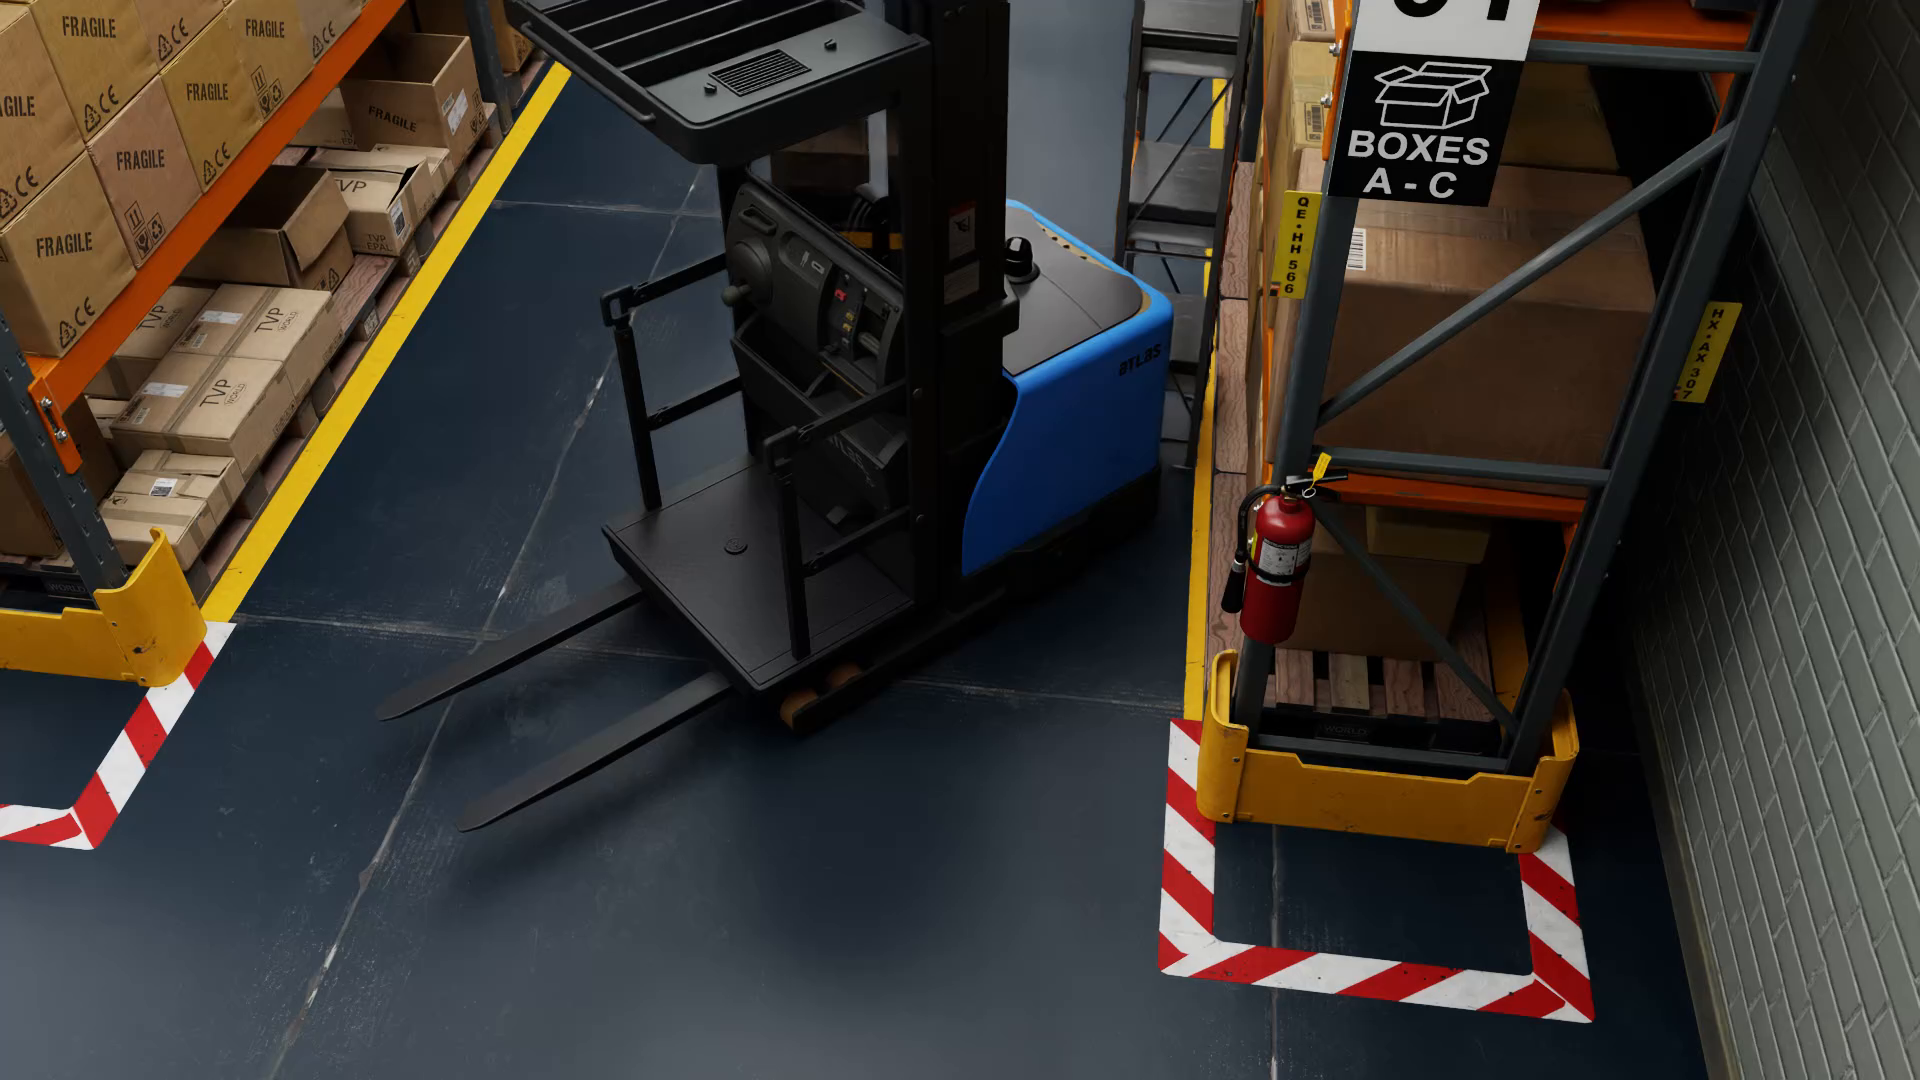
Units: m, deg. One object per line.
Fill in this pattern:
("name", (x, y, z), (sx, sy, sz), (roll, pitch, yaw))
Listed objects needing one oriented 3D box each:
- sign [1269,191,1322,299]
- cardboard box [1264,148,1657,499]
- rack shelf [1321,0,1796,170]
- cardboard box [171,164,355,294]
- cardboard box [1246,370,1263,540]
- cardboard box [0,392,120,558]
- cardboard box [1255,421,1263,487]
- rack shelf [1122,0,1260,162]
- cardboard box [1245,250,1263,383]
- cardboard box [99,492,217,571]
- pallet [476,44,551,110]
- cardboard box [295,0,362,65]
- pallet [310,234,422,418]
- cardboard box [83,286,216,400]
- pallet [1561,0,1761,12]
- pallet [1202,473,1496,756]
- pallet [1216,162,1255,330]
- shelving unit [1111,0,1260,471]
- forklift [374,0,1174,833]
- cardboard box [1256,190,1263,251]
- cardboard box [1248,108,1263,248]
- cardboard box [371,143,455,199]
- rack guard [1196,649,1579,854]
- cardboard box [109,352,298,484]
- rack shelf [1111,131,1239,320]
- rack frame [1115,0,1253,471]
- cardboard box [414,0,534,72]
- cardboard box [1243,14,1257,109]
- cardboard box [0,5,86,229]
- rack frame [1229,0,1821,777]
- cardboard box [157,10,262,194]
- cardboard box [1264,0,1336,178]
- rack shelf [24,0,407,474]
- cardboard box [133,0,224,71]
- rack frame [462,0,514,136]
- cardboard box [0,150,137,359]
("sign", (0.884, -0.772, 4.369), (0.100, 0.325, 0.005), (5, 44, 6))
("cardboard box", (1.477, -0.664, 5.052), (0.980, 0.700, 0.700), (7, 44, 7))
("rack shelf", (1.684, -2.398, 5.442), (1.077, 0.370, 4.000), (5, 44, 6))
("cardboard box", (-3.206, -1.353, 7.493), (0.797, 0.503, 0.637), (5, 44, 6))
("cardboard box", (1.479, -0.279, 6.376), (0.700, 0.500, 0.500), (5, 44, 5))
("cardboard box", (-3.663, -0.300, 6.383), (0.500, 0.500, 0.500), (5, 44, 6))
("cardboard box", (1.249, -0.278, 5.902), (0.380, 0.149, 0.250), (5, 44, 5))
("rack shelf", (0.845, -1.753, 6.074), (0.431, 0.518, 0.480), (8, 44, 8))
("cardboard box", (1.608, -0.986, 7.122), (0.700, 0.500, 0.500), (6, 44, 6))
("cardboard box", (-3.095, -0.033, 6.357), (0.380, 0.149, 0.250), (5, 44, 6))
("pallet", (-2.892, -2.926, 9.687), (1.003, 0.211, 1.213), (5, 44, 6))
("cardboard box", (-2.906, -2.351, 6.979), (0.500, 0.500, 0.500), (6, 44, 6))
("pallet", (-3.213, -1.066, 7.723), (1.003, 0.211, 1.213), (5, 44, 6))
("cardboard box", (-3.508, -0.854, 7.150), (0.500, 0.250, 0.500), (5, 44, 6))
("pallet", (1.507, -1.770, 4.321), (1.003, 0.211, 1.213), (5, 44, 6))
("pallet", (1.448, 0.254, 6.329), (1.003, 0.211, 1.213), (5, 44, 6))
("pallet", (1.770, -1.409, 8.085), (1.003, 0.211, 1.213), (5, 44, 6))
("shelving unit", (0.844, -1.252, 6.543), (0.431, 2.100, 0.503), (8, 44, 8))
("forklift", (-0.658, -0.781, 5.443), (3.031, 2.935, 1.130), (-29, 51, -27))
("cardboard box", (1.453, -1.340, 7.025), (0.380, 0.149, 0.250), (4, 44, 4))
("cardboard box", (1.748, -1.677, 7.853), (0.700, 0.500, 0.500), (6, 44, 6))
("cardboard box", (-2.746, -1.830, 8.255), (0.380, 0.149, 0.250), (5, 44, 6))
("rack guard", (1.416, 0.717, 5.629), (1.175, 0.500, 0.348), (5, 44, 6))
("cardboard box", (-3.072, -0.502, 6.778), (0.500, 0.250, 0.500), (5, 44, 6))
("rack shelf", (0.844, -1.242, 6.553), (0.431, 0.518, 0.480), (8, 44, 8))
("rack frame", (0.795, -1.089, 6.369), (0.400, 2.100, 0.015), (8, 44, 8))
("cardboard box", (-2.657, -2.940, 9.172), (0.500, 0.500, 0.500), (3, 44, 4))
("cardboard box", (1.906, -2.760, 8.741), (0.750, 0.750, 0.750), (6, 44, 6))
("cardboard box", (-3.171, -1.332, 5.176), (0.500, 0.500, 0.500), (6, 44, 7))
("rack frame", (1.420, -0.207, 4.787), (1.000, 3.000, 0.127), (5, 44, 6))
("cardboard box", (-3.039, -1.663, 6.252), (0.500, 0.500, 0.500), (5, 44, 5))
("cardboard box", (1.672, -1.680, 6.124), (0.980, 0.700, 0.700), (3, 44, 3))
("rack shelf", (-3.227, -1.756, 6.947), (1.077, 0.370, 4.000), (5, 44, 6))
("cardboard box", (-3.038, -2.030, 5.912), (0.500, 0.500, 0.500), (6, 44, 6))
("rack frame", (-2.962, -3.381, 8.139), (1.000, 3.000, 0.127), (5, 44, 6))
("cardboard box", (-3.171, -0.969, 5.519), (0.500, 0.500, 0.500), (6, 44, 6))
